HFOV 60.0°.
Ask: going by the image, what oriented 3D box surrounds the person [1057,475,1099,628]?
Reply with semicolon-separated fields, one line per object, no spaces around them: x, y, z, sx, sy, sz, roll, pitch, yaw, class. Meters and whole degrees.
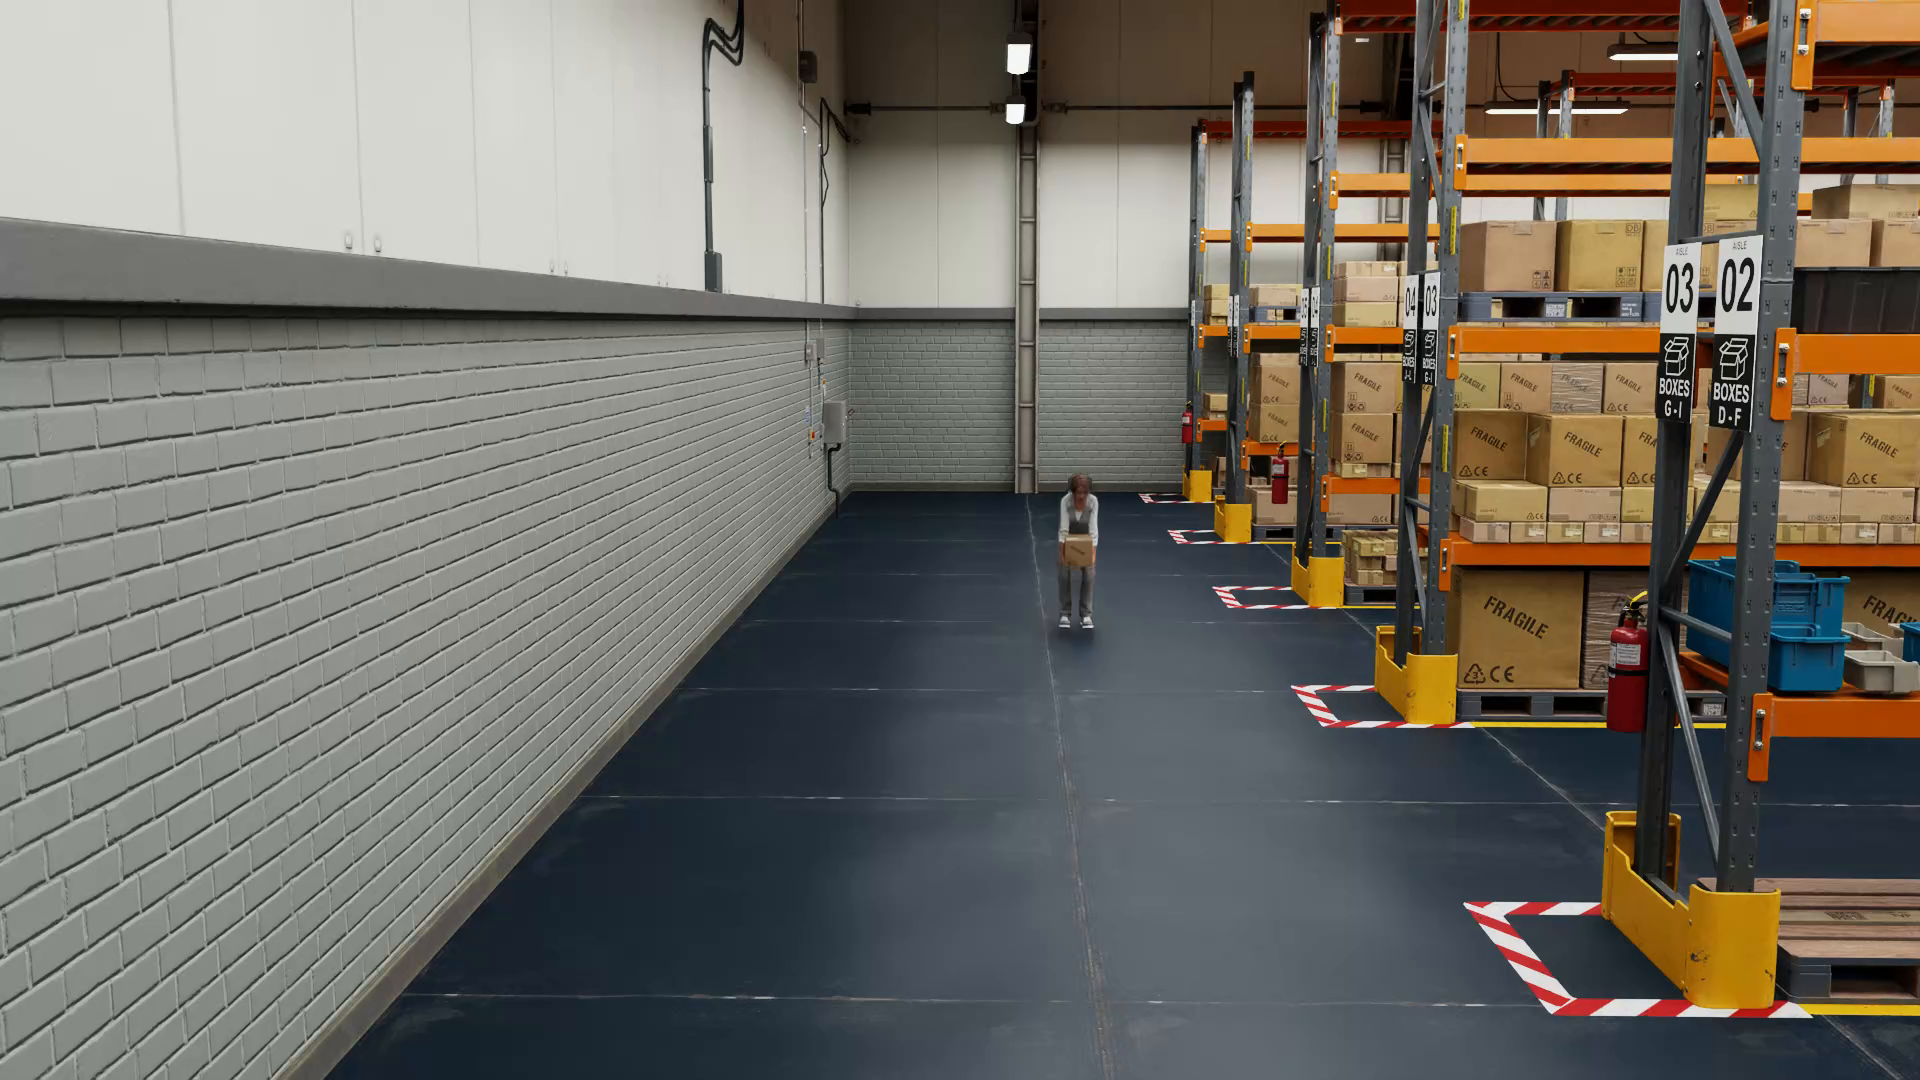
1.096;0.105;15.524;0.373;1.472;0.637;0;7;0;person
